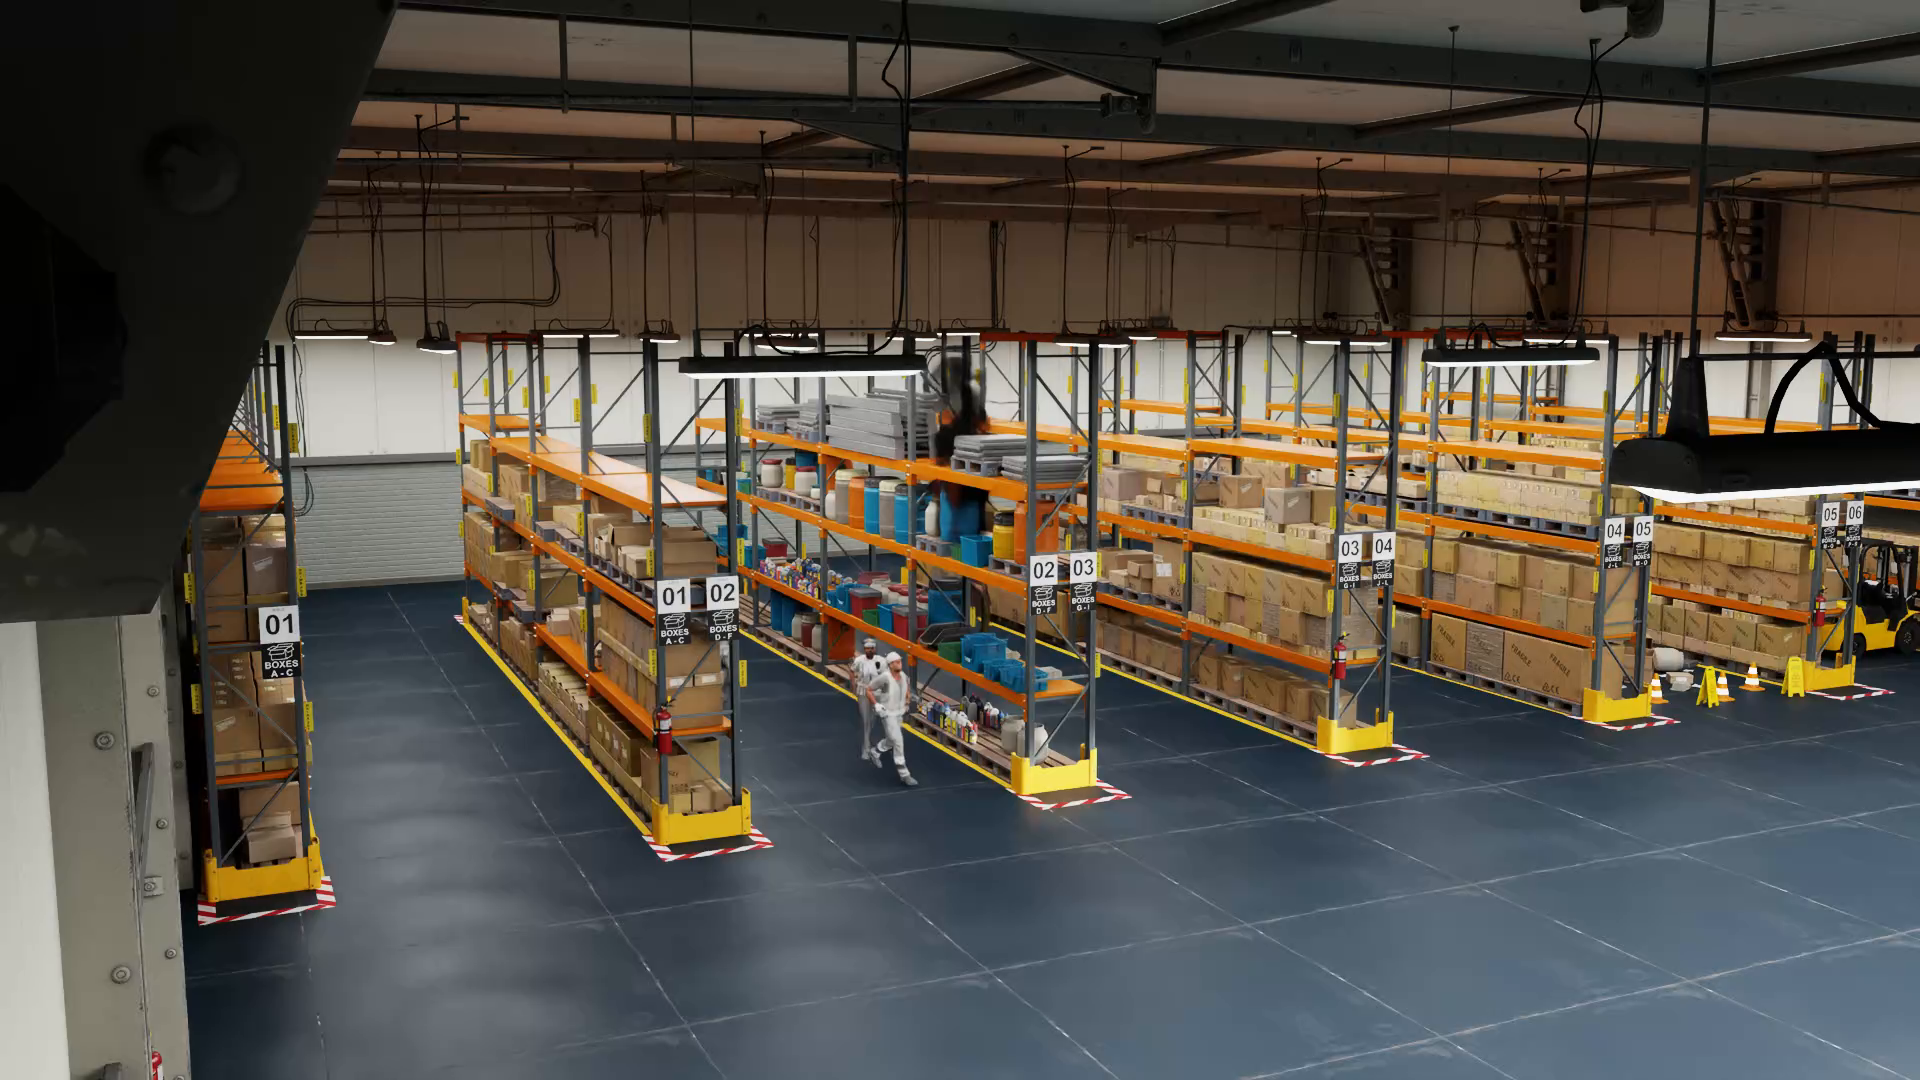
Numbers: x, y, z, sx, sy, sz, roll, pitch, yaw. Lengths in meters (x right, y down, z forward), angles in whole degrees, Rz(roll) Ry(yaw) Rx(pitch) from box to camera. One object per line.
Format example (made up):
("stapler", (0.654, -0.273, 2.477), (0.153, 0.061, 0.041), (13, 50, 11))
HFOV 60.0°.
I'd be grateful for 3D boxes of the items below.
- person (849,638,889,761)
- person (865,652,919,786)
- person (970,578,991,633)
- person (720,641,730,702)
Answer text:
("person", (-1.290, 2.254, 24.077), (0.598, 1.749, 0.800), (-2, 8, -11))
("person", (-0.958, 2.397, 22.650), (1.003, 1.788, 0.668), (6, 10, 39))
("person", (0.323, 1.076, 32.551), (0.713, 1.776, 0.954), (-6, 10, -38))
("person", (-3.867, 1.857, 27.031), (0.626, 1.649, 0.784), (-4, 9, -26))
